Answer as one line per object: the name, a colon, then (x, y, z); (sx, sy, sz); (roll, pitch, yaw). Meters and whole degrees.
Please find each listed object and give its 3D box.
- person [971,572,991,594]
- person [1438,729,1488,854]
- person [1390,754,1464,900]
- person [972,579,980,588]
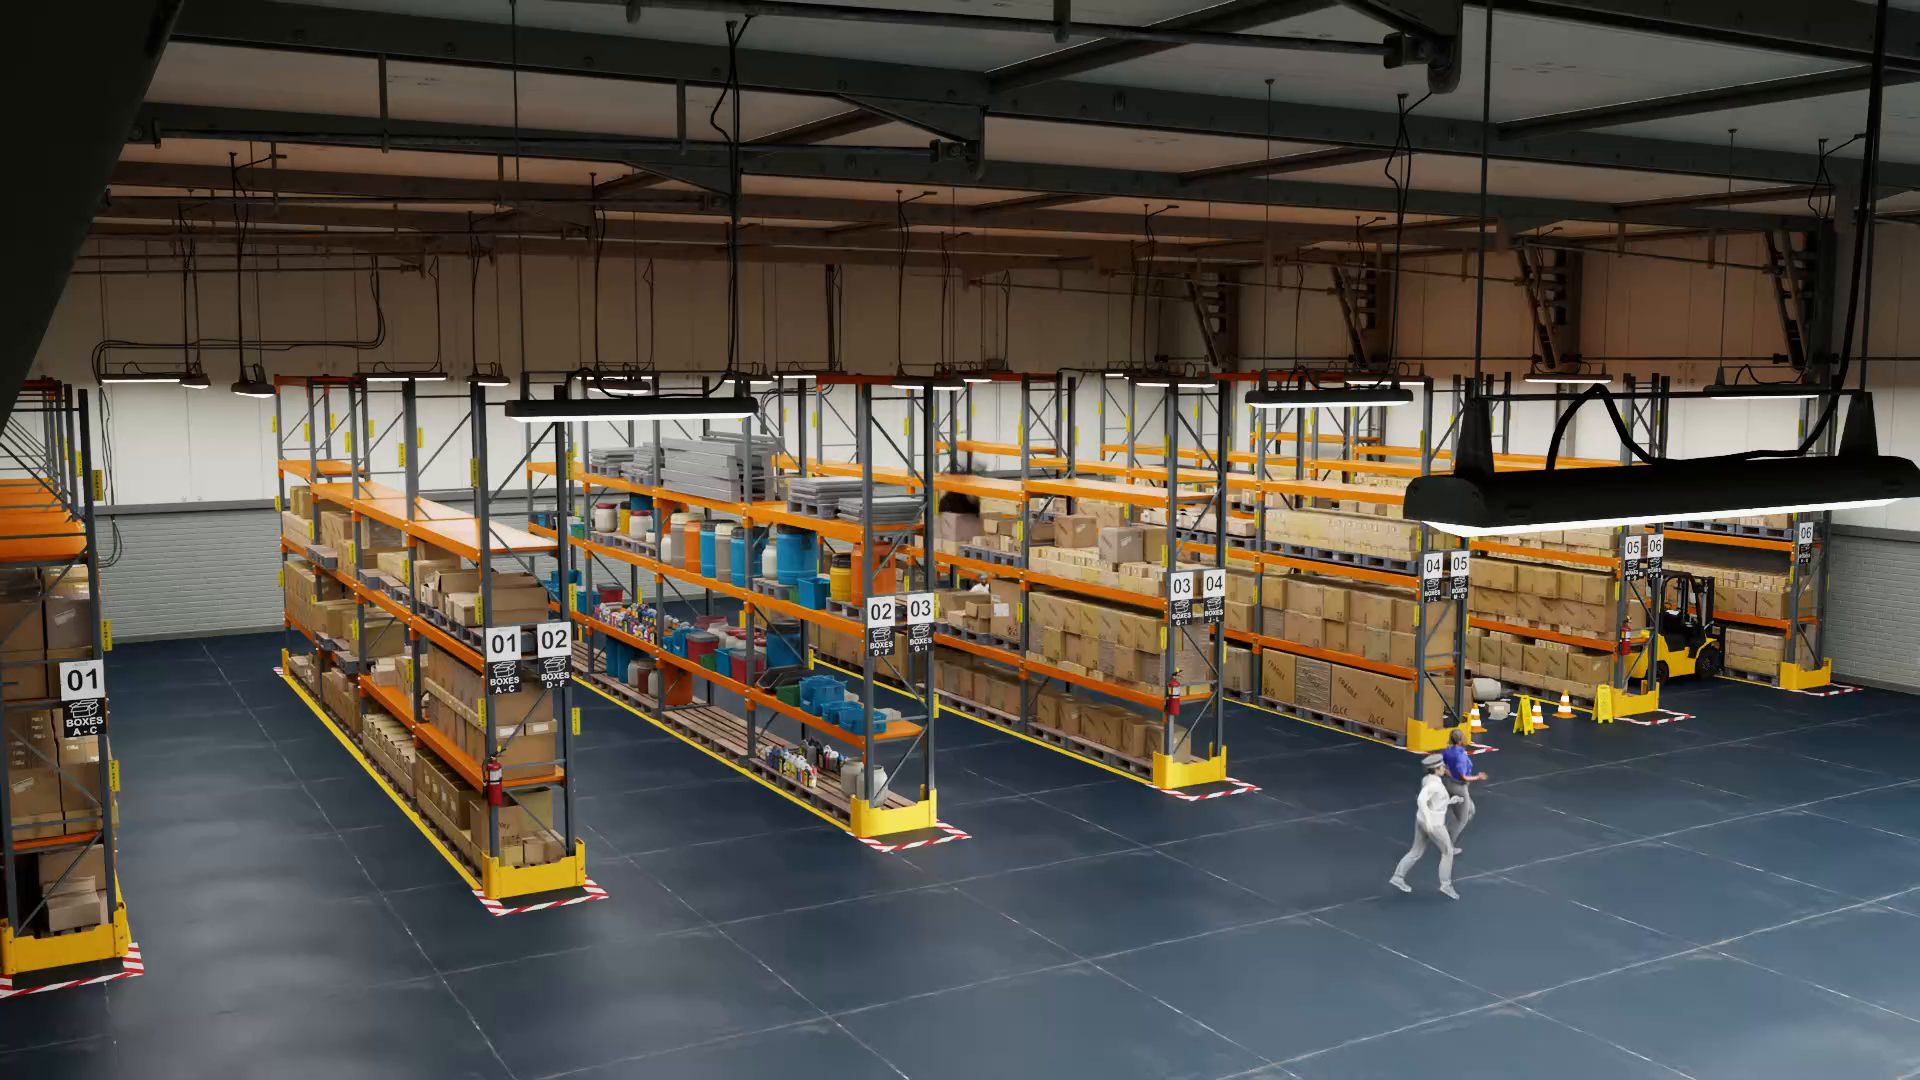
person: (0.449, 1.524, 36.543); (0.599, 1.673, 0.696); (-4, 8, -35)
person: (6.405, 3.201, 21.209); (0.580, 1.624, 0.562); (0, 6, -2)
person: (5.486, 3.357, 19.462); (0.832, 1.739, 0.580); (-1, 6, -6)
person: (0.413, 0.837, 42.449); (0.782, 1.682, 0.660); (-4, 7, -32)
